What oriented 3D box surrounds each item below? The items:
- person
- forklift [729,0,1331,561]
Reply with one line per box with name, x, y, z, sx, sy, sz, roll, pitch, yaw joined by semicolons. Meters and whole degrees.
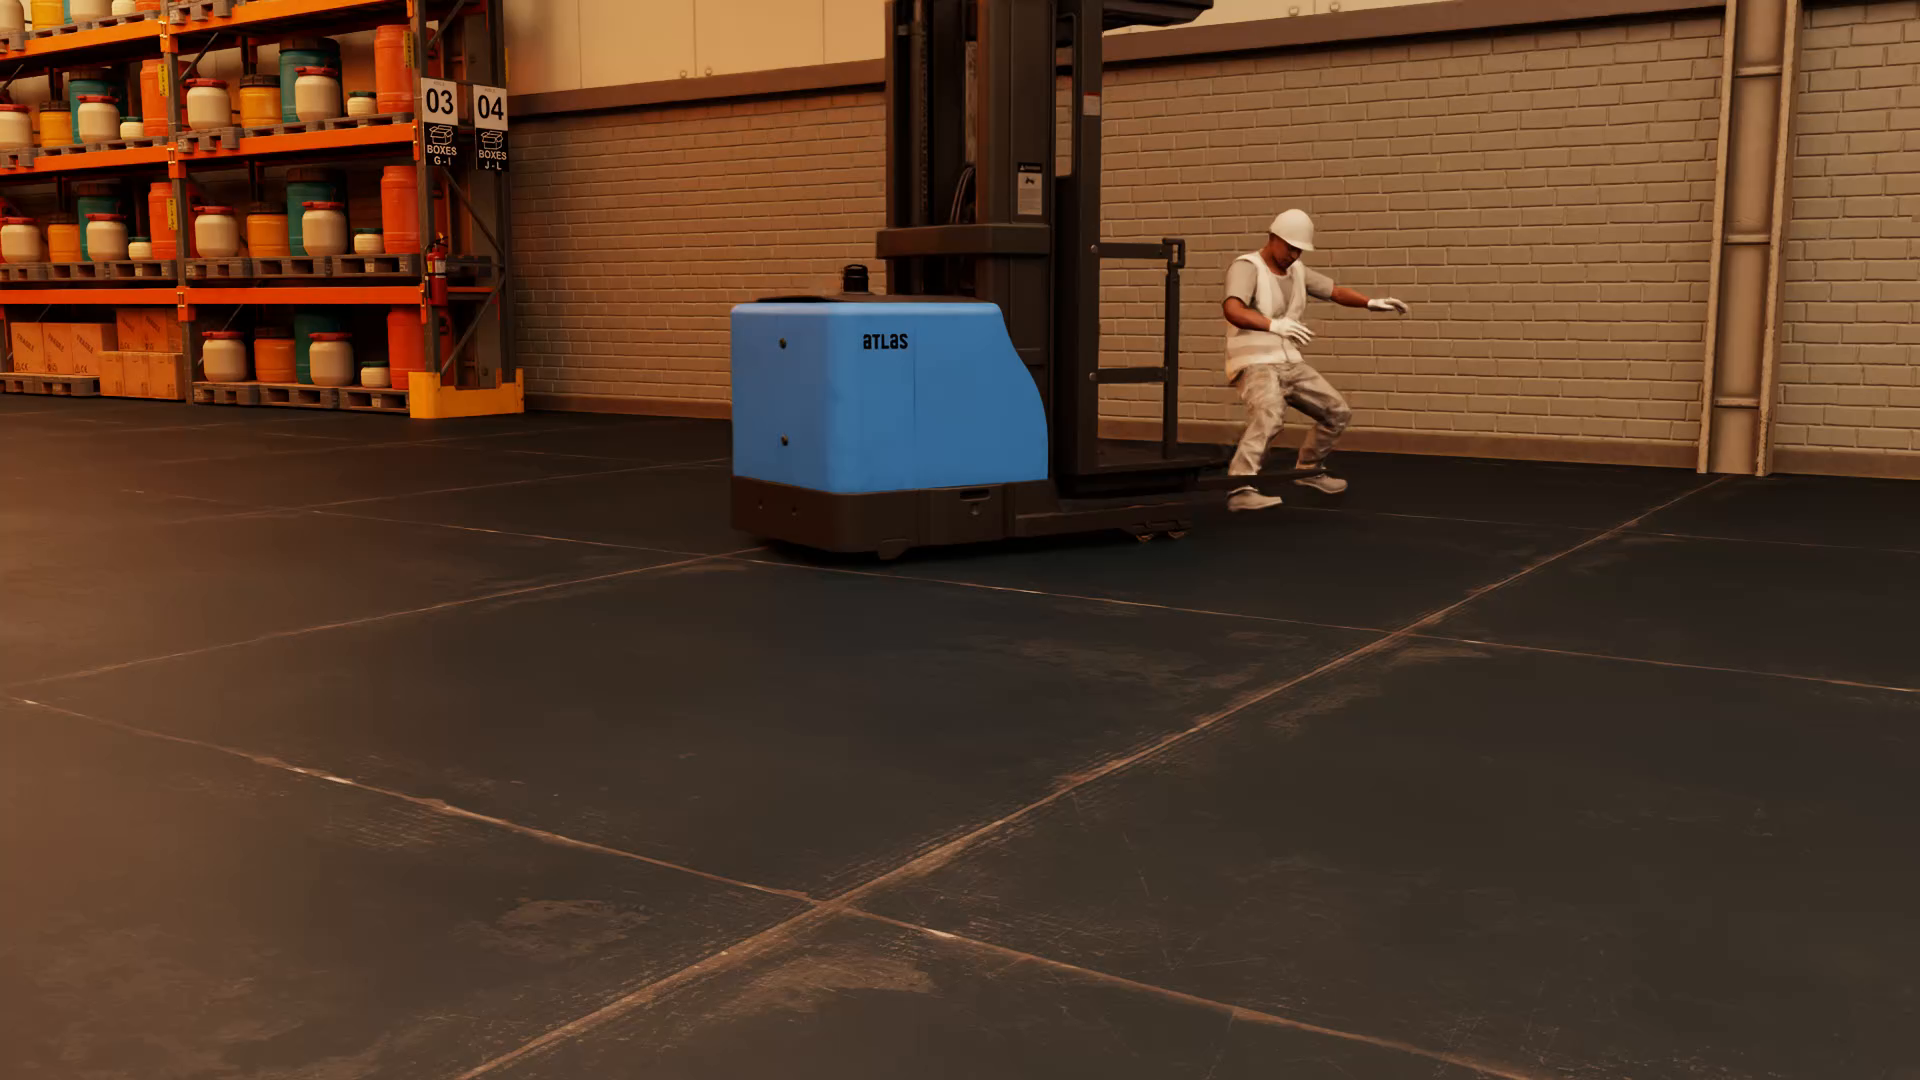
person;1.751;-0.934;8.579;1.308;1.519;0.771;-6;10;-38
forklift;0.467;-1.503;7.762;3.031;2.935;1.130;-6;10;-34
